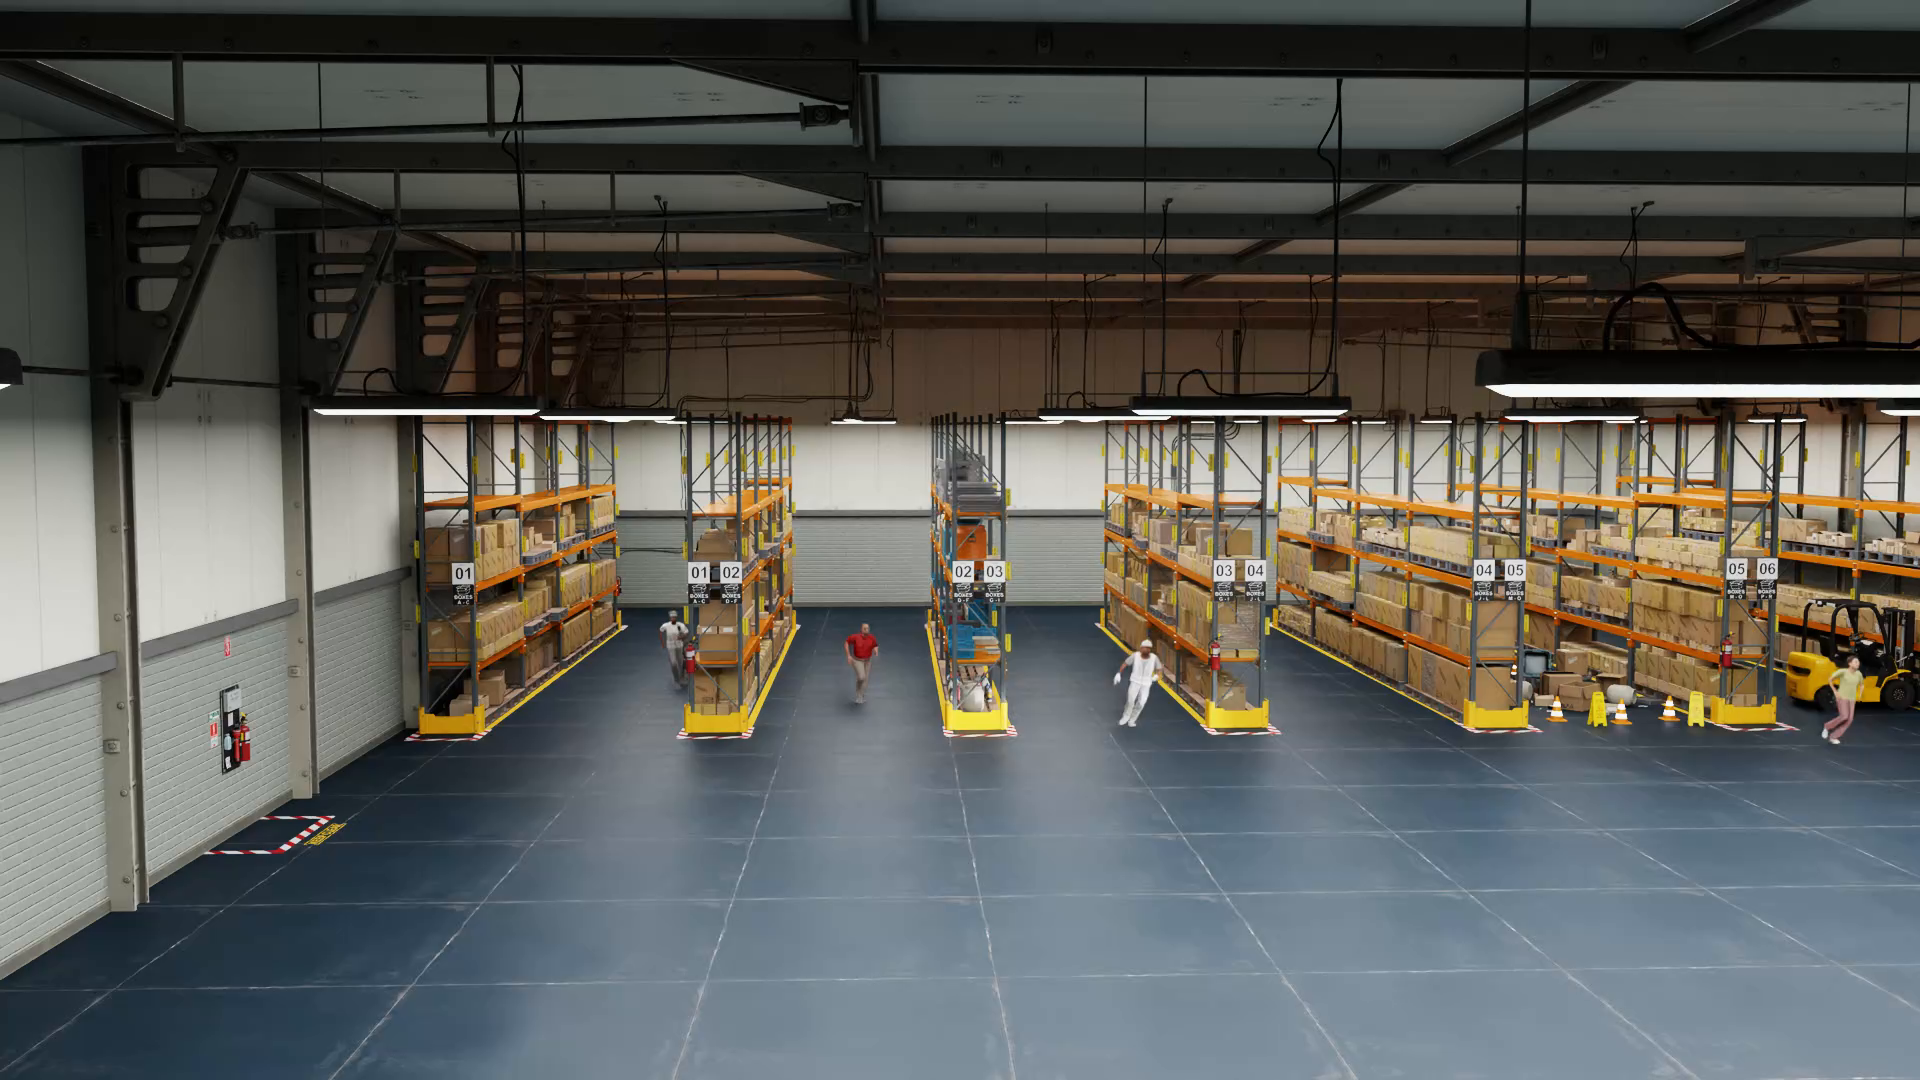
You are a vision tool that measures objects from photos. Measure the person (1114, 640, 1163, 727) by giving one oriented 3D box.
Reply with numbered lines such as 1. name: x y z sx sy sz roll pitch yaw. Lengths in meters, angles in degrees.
1. person: 3.428 2.736 31.651 0.891 1.676 0.642 0 4 -6

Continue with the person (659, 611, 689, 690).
1. person: -6.269 2.404 36.512 0.664 1.742 0.762 -1 4 -9

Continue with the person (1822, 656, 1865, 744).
1. person: 16.013 2.875 30.073 0.680 1.600 0.522 -1 4 -12

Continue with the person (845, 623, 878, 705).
1. person: -2.028 2.555 34.456 0.676 1.708 0.871 -2 4 -26
